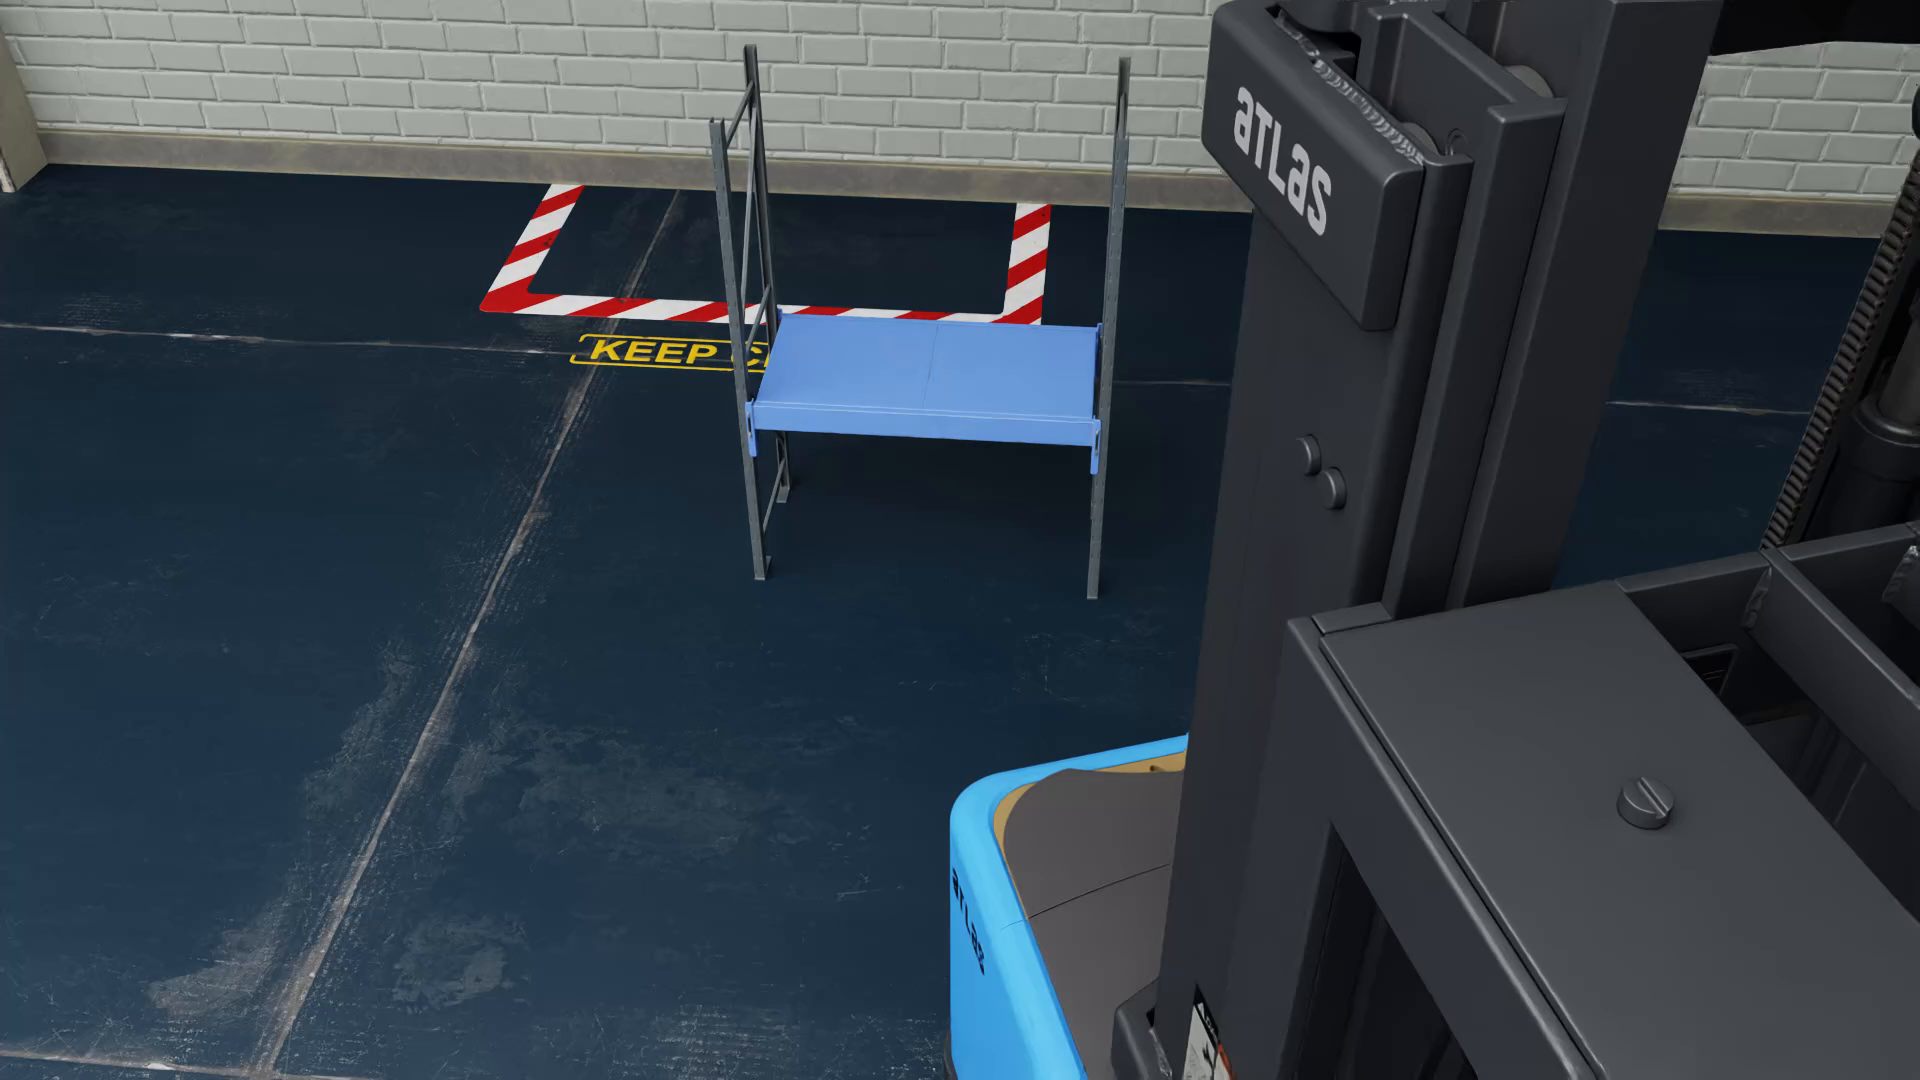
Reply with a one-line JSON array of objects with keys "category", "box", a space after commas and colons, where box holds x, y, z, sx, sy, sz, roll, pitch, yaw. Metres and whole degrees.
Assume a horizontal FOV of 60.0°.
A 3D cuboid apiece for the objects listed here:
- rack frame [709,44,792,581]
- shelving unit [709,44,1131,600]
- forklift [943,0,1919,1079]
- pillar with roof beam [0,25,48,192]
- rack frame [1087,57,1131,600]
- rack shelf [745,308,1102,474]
[{"category": "rack frame", "box": [-0.591, -0.614, 4.816, 0.032, 1.500, 0.500, 3, 39, 4]}, {"category": "shelving unit", "box": [-0.085, -0.586, 4.782, 1.048, 1.500, 0.538, 3, 39, 4]}, {"category": "forklift", "box": [0.845, 0.951, 1.760, 1.130, 2.935, 3.031, -10, 40, -12]}, {"category": "pillar with roof beam", "box": [-4.570, -2.367, 1.030, 0.400, 9.000, 9.100, 3, 39, 4]}, {"category": "rack frame", "box": [0.421, -0.559, 4.748, 0.032, 1.500, 0.500, 3, 39, 4]}, {"category": "rack shelf", "box": [-0.085, -0.447, 4.896, 1.000, 0.185, 0.538, 3, 39, 4]}]
